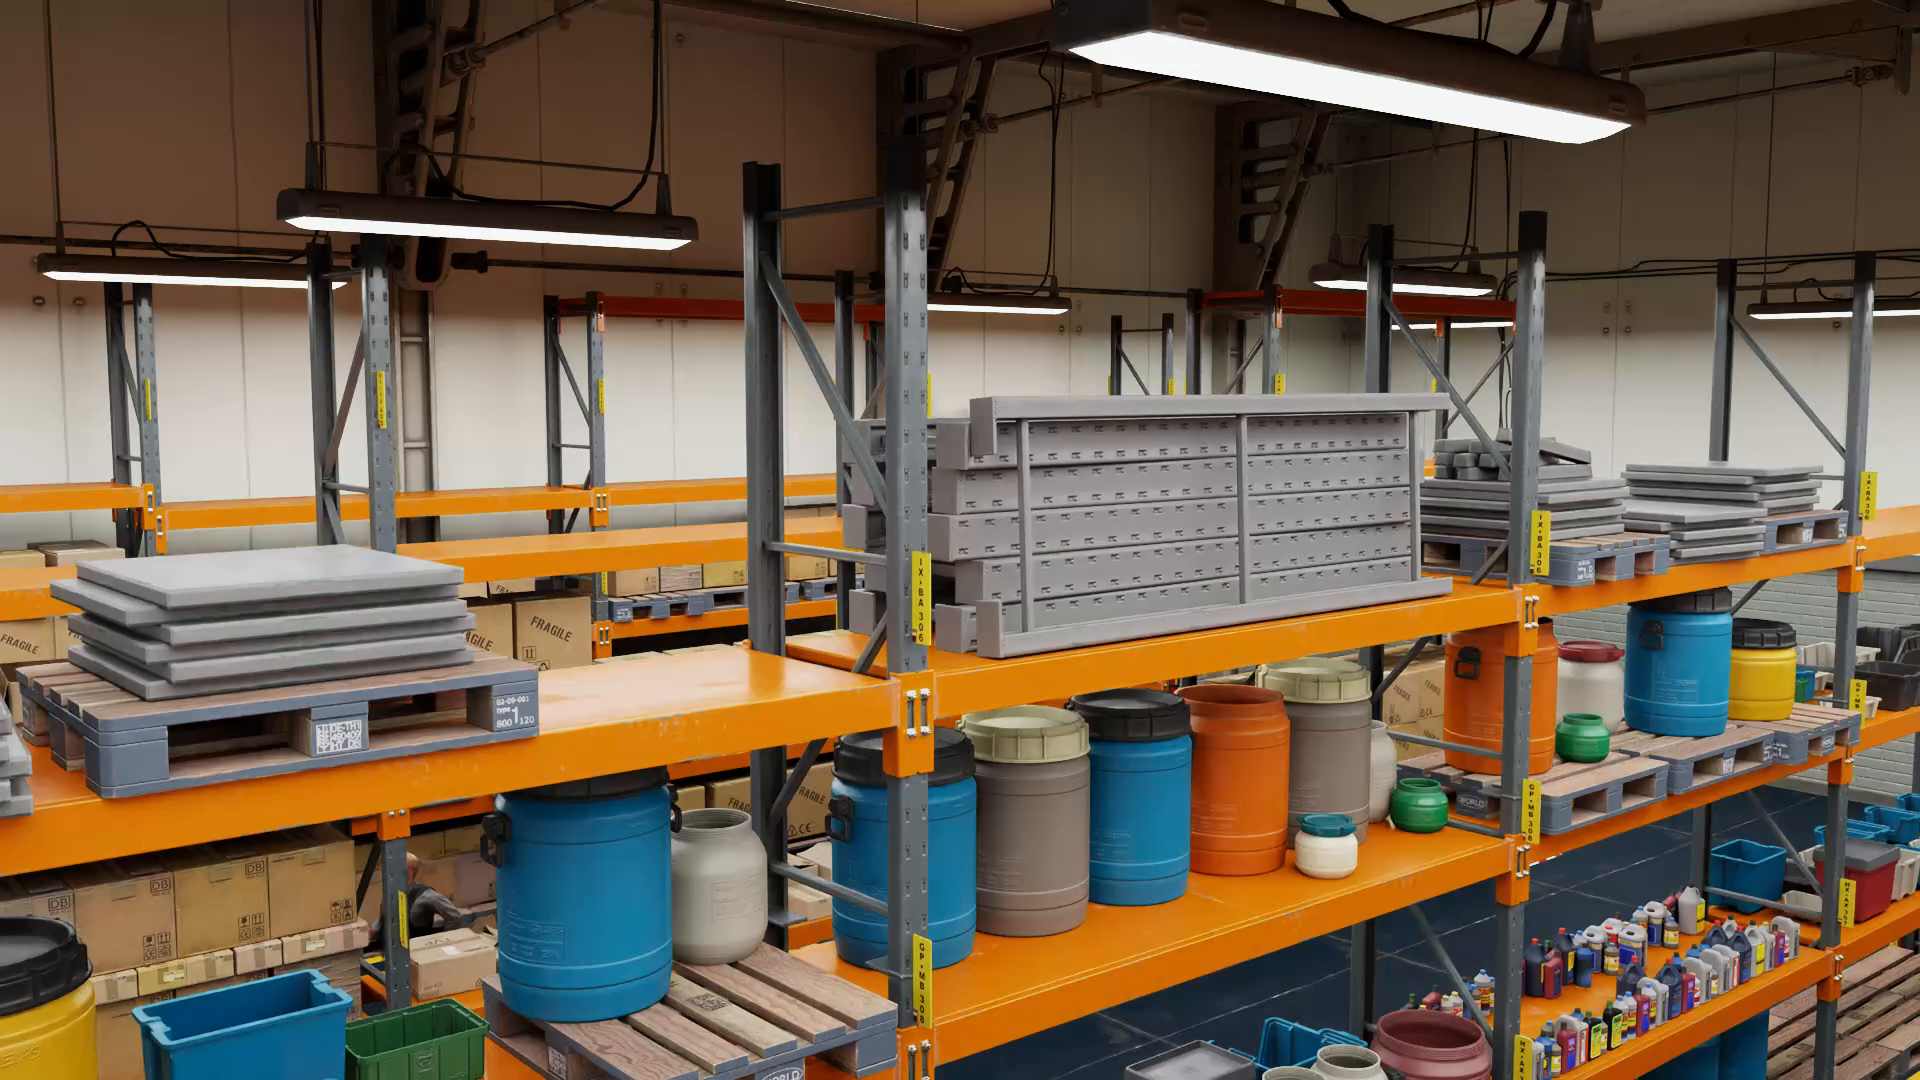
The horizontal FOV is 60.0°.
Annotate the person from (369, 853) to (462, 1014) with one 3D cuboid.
[{"bbox_3d":[-4.022,3.160,12.156,0.768,1.779,0.642,-5,8,-44],"label":"person"}]
